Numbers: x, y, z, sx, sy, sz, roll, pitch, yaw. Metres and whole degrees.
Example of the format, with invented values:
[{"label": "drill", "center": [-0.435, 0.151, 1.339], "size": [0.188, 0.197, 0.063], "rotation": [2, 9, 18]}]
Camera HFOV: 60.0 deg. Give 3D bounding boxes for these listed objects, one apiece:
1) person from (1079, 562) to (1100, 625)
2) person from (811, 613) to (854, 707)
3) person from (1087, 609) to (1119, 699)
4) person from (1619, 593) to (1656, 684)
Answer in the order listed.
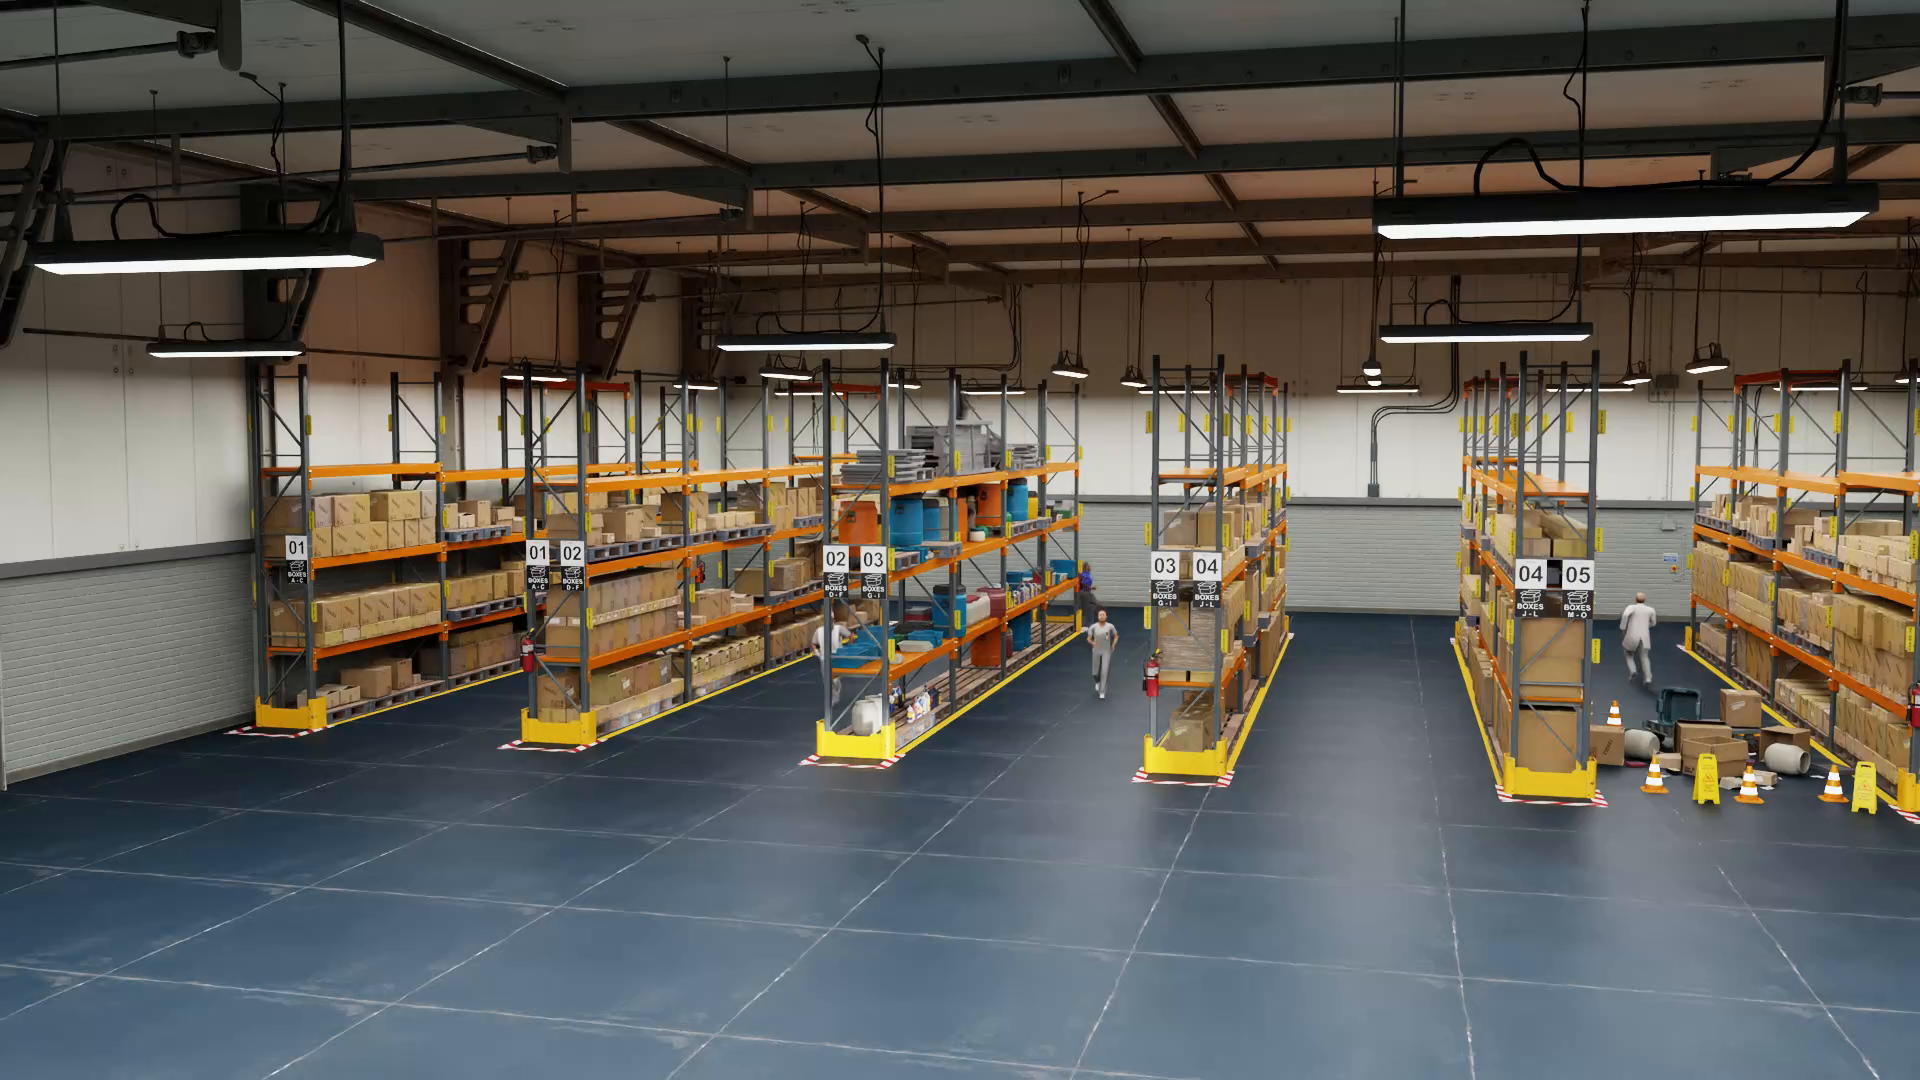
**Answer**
[{"label": "person", "center": [3.155, 1.387, 41.411], "size": [0.683, 1.670, 0.575], "rotation": [1, 4, 14]}, {"label": "person", "center": [-2.270, 2.113, 29.226], "size": [0.708, 1.733, 0.735], "rotation": [1, 4, 12]}, {"label": "person", "center": [2.625, 2.078, 30.578], "size": [0.574, 1.628, 0.758], "rotation": [0, 4, 7]}, {"label": "person", "center": [13.036, 1.910, 31.999], "size": [0.724, 1.794, 0.953], "rotation": [1, 4, 8]}]
